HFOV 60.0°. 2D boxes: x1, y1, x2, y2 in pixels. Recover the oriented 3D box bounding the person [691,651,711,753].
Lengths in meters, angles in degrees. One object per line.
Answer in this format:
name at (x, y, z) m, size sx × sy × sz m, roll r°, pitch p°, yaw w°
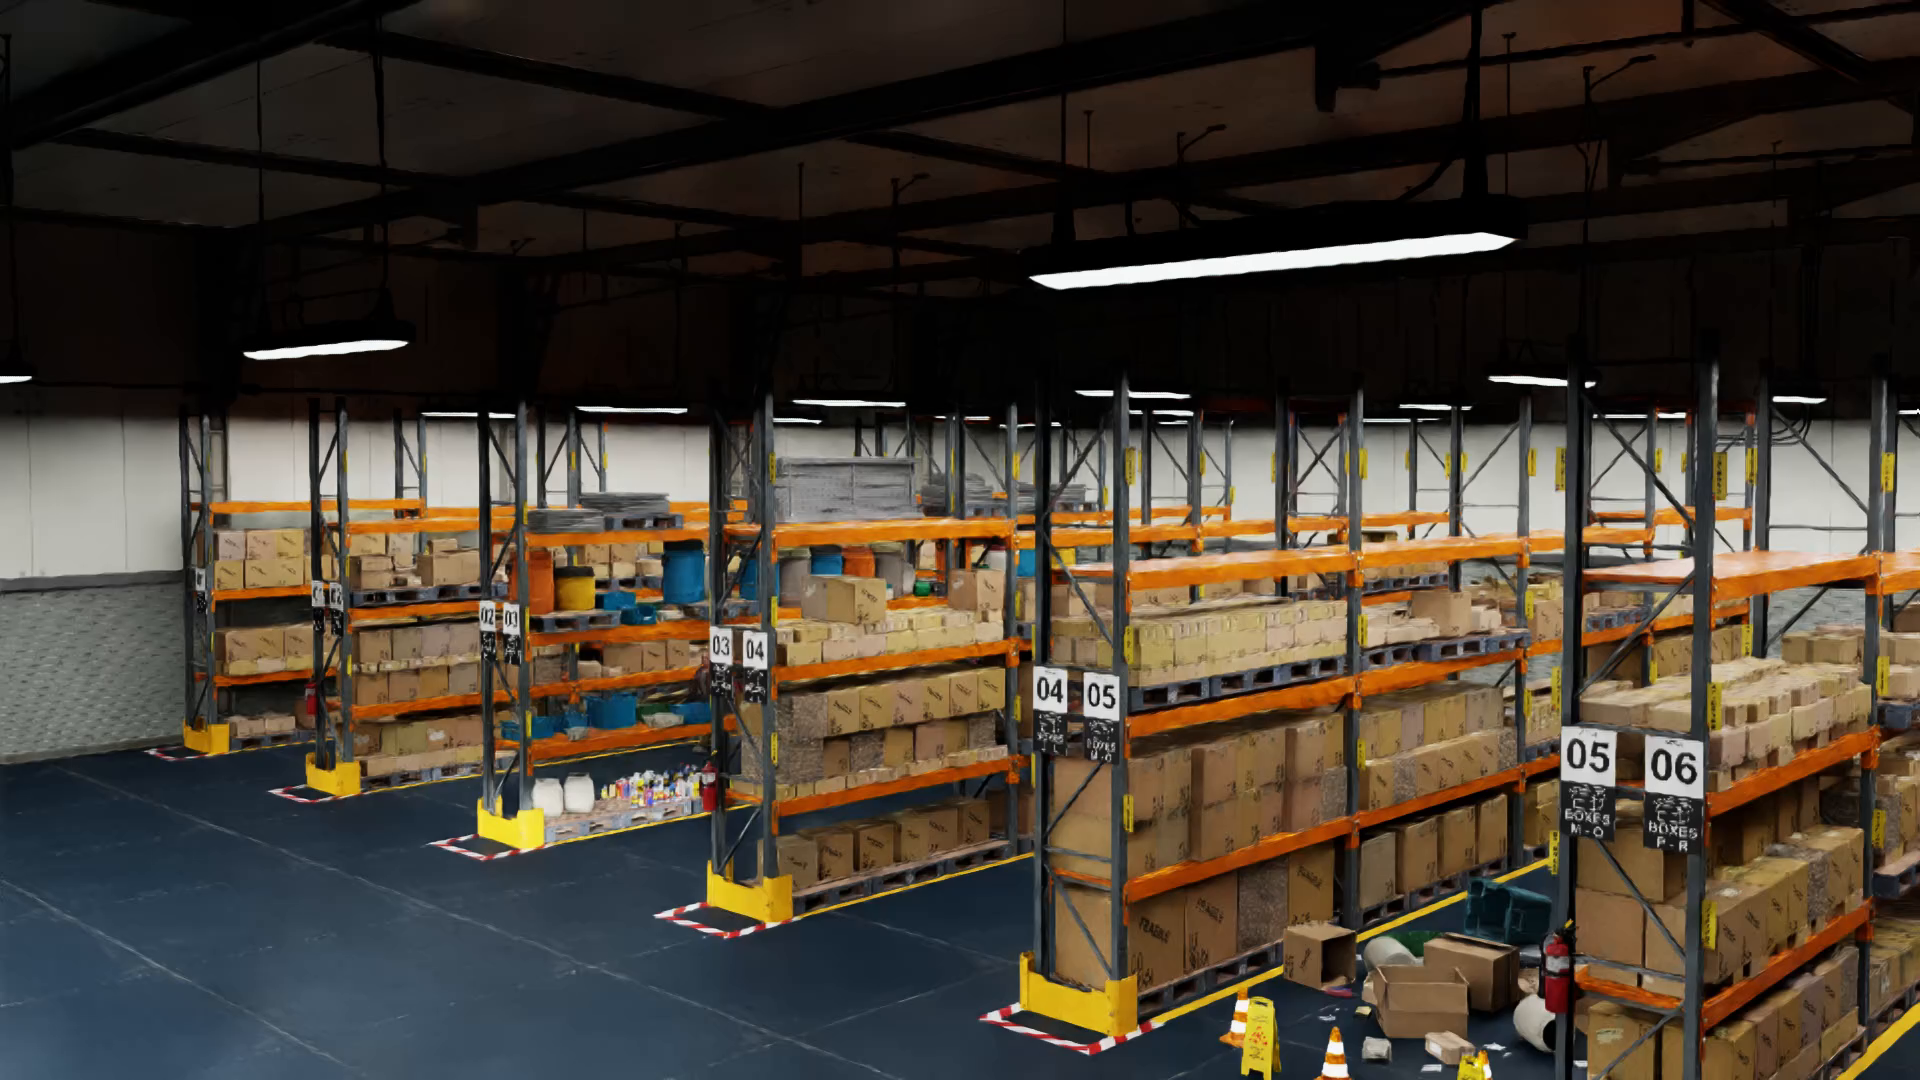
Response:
person at (-4.362, 2.778, 28.716) m, size 0.577 × 1.716 × 1.103 m, roll 2°, pitch 4°, yaw 35°
